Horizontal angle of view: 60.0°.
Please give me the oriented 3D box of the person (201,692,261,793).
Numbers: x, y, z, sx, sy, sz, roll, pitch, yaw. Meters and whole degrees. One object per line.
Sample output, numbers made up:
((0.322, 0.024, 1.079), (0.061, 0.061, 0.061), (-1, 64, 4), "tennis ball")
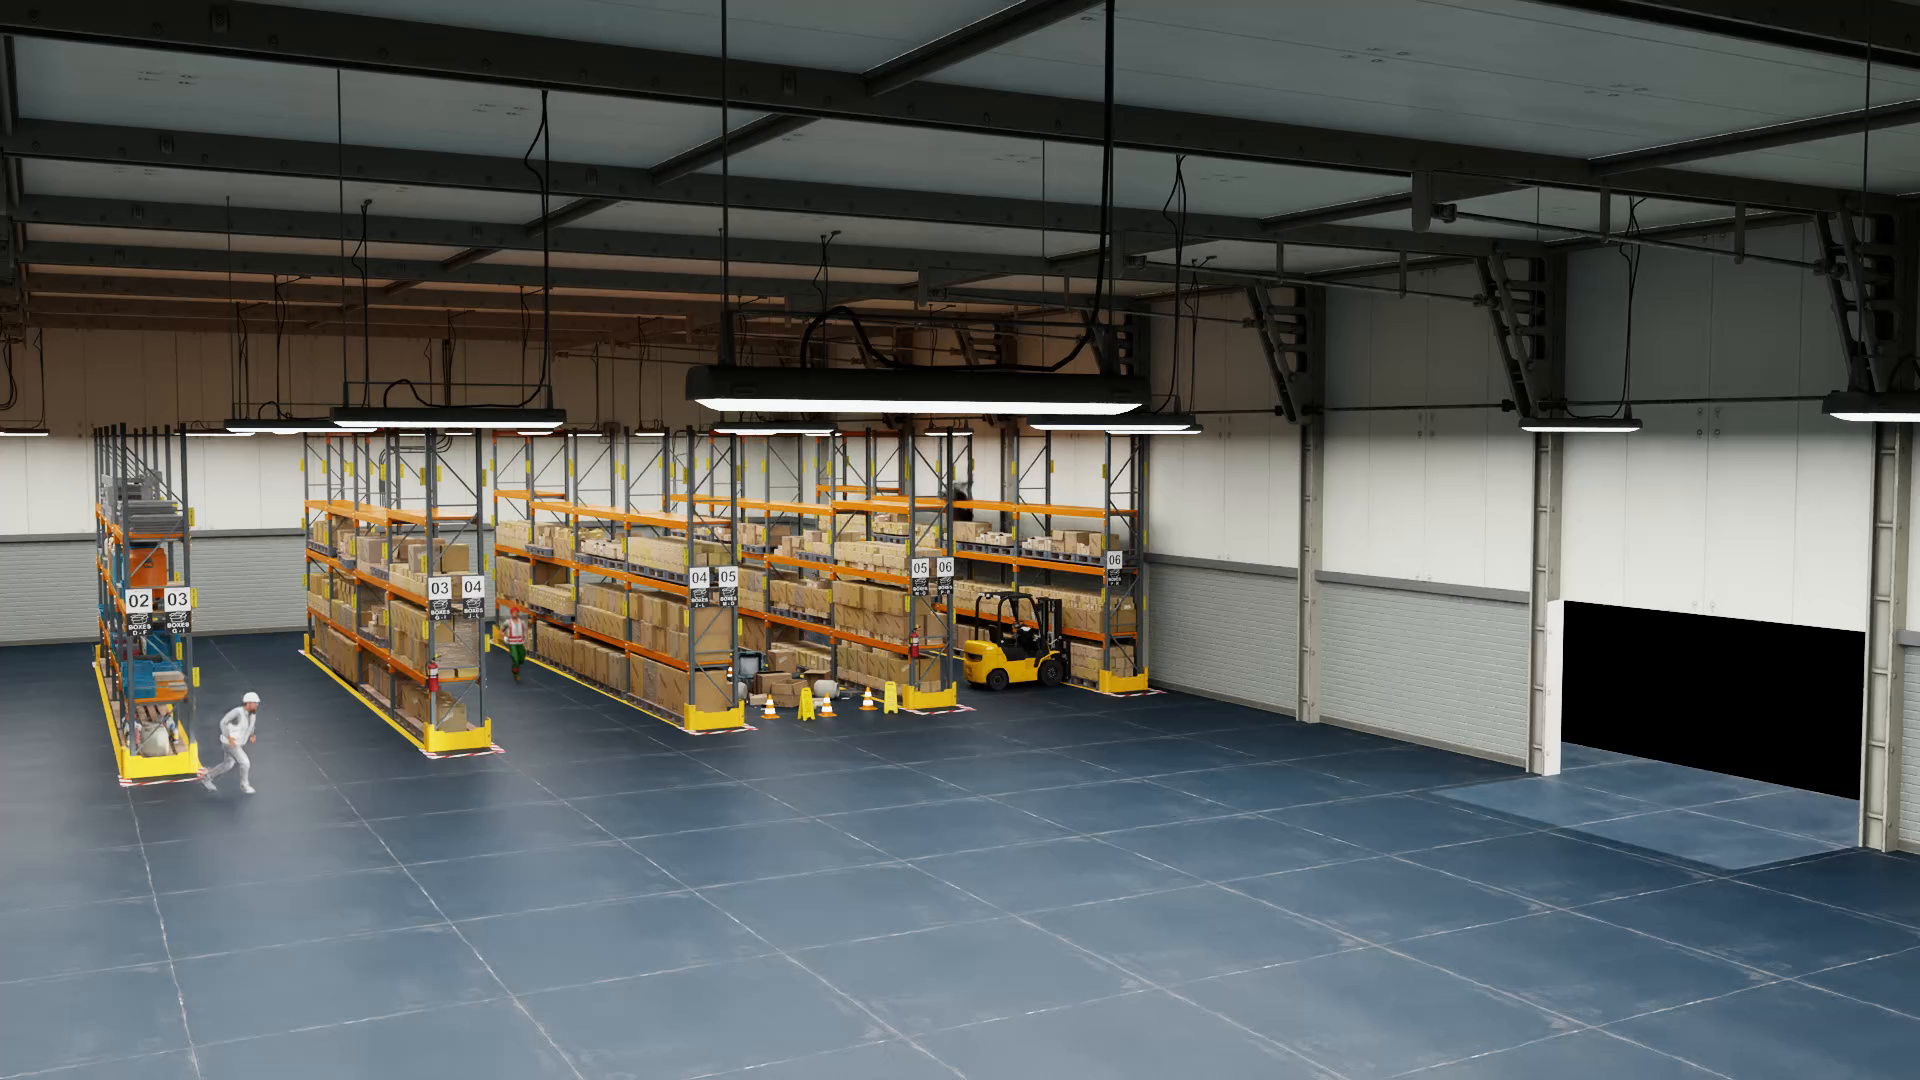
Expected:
((-11.801, 3.294, 26.951), (1.039, 1.667, 0.658), (1, 3, 9), "person")

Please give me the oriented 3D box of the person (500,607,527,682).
((-10.552, 2.464, 39.426), (0.630, 1.747, 0.780), (-2, 4, -35), "person")
